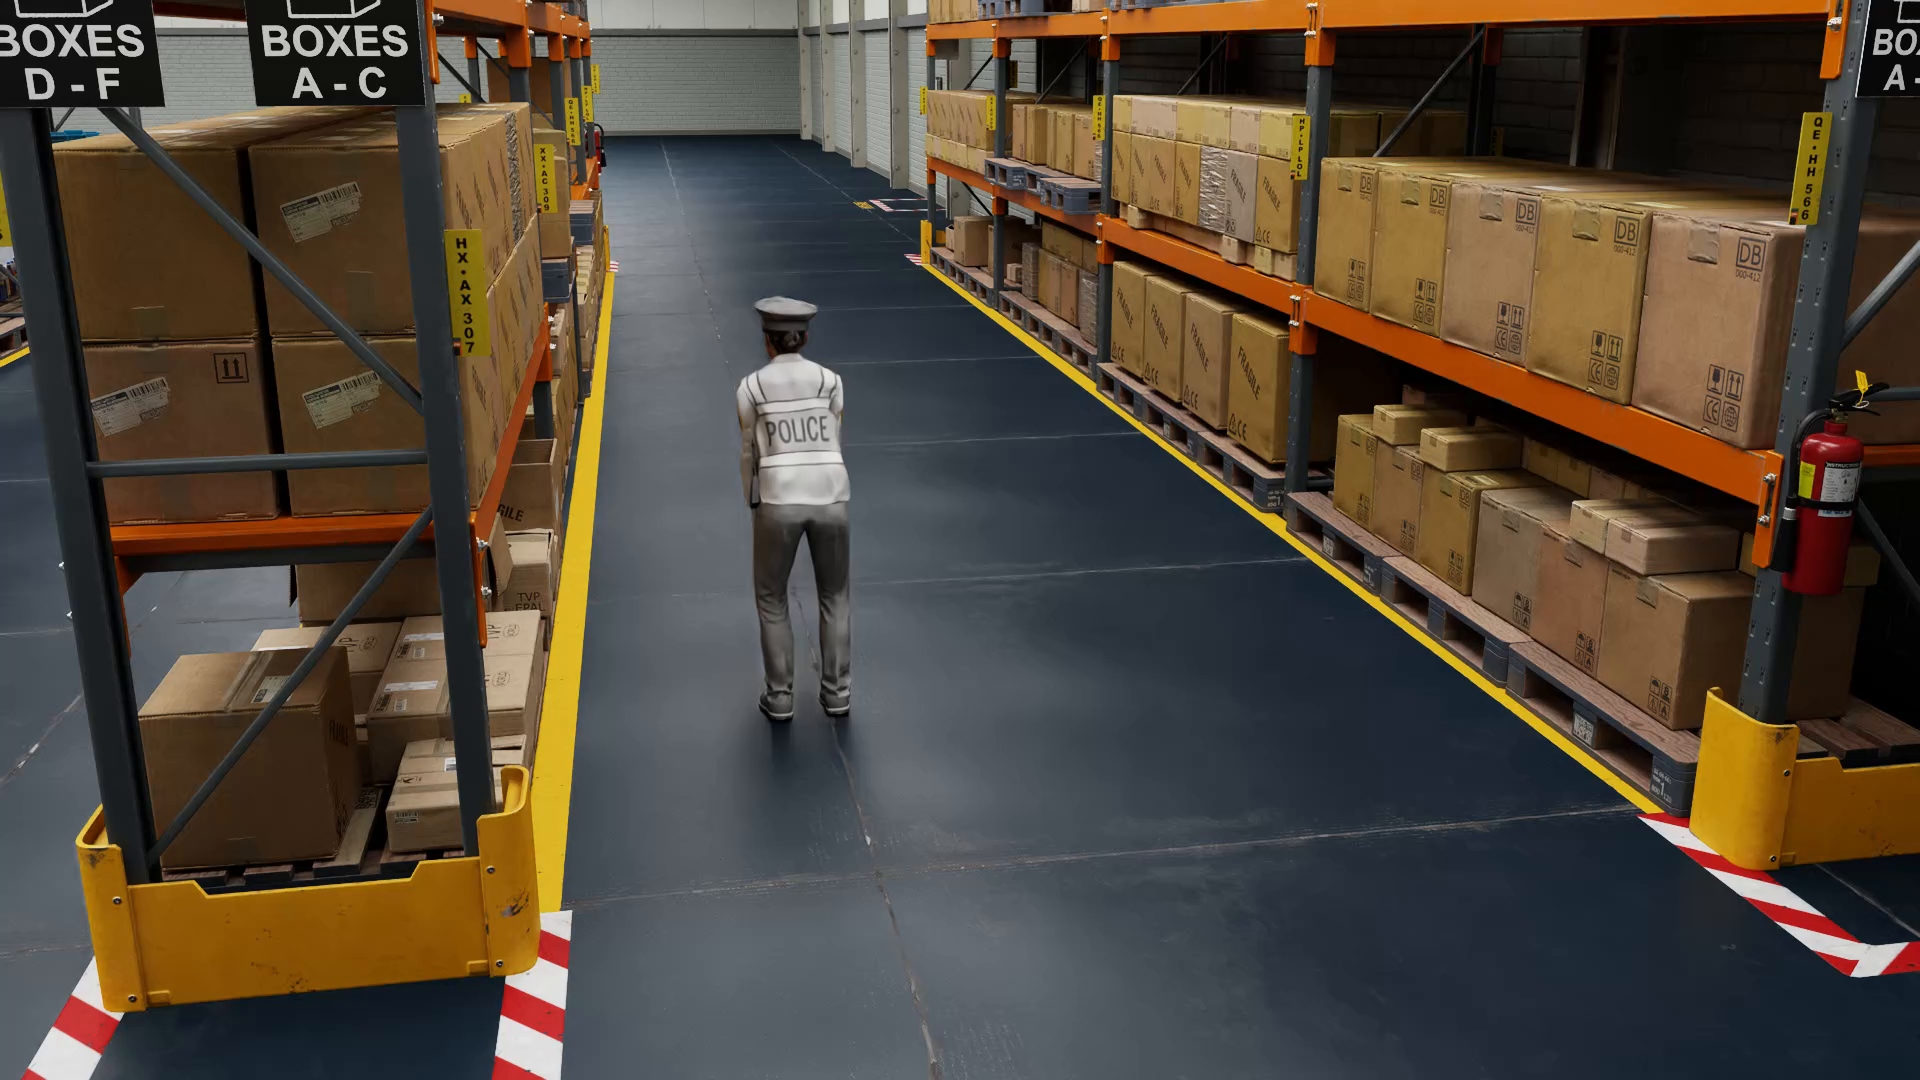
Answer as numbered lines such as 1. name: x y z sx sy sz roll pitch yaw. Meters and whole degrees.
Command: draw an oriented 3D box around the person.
1. person: -0.650 -0.121 6.519 0.413 1.631 0.562 -4 17 -13
